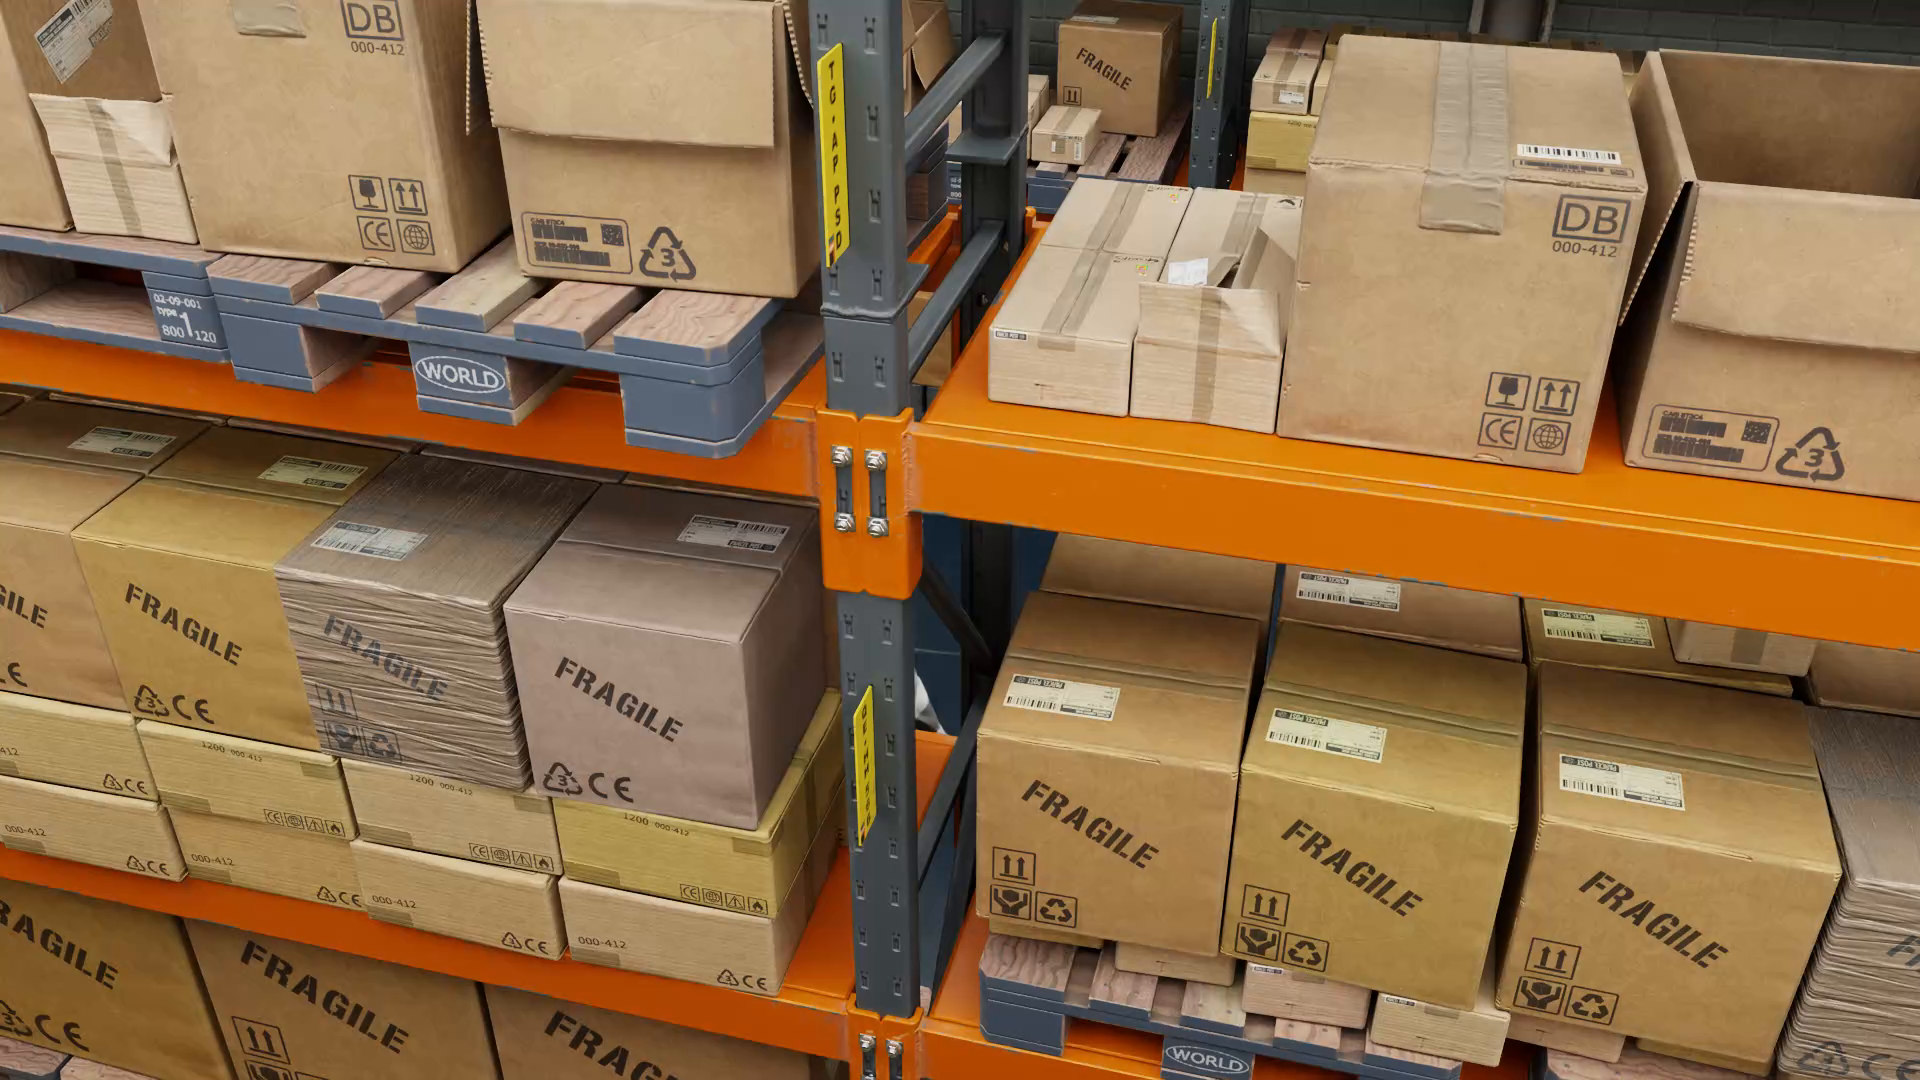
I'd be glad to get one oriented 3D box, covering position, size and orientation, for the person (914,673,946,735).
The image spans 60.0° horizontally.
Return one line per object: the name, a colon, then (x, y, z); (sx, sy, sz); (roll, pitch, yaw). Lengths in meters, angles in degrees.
person: (-0.546, 0.049, 6.002); (1.042, 1.723, 0.542); (6, 33, 10)
